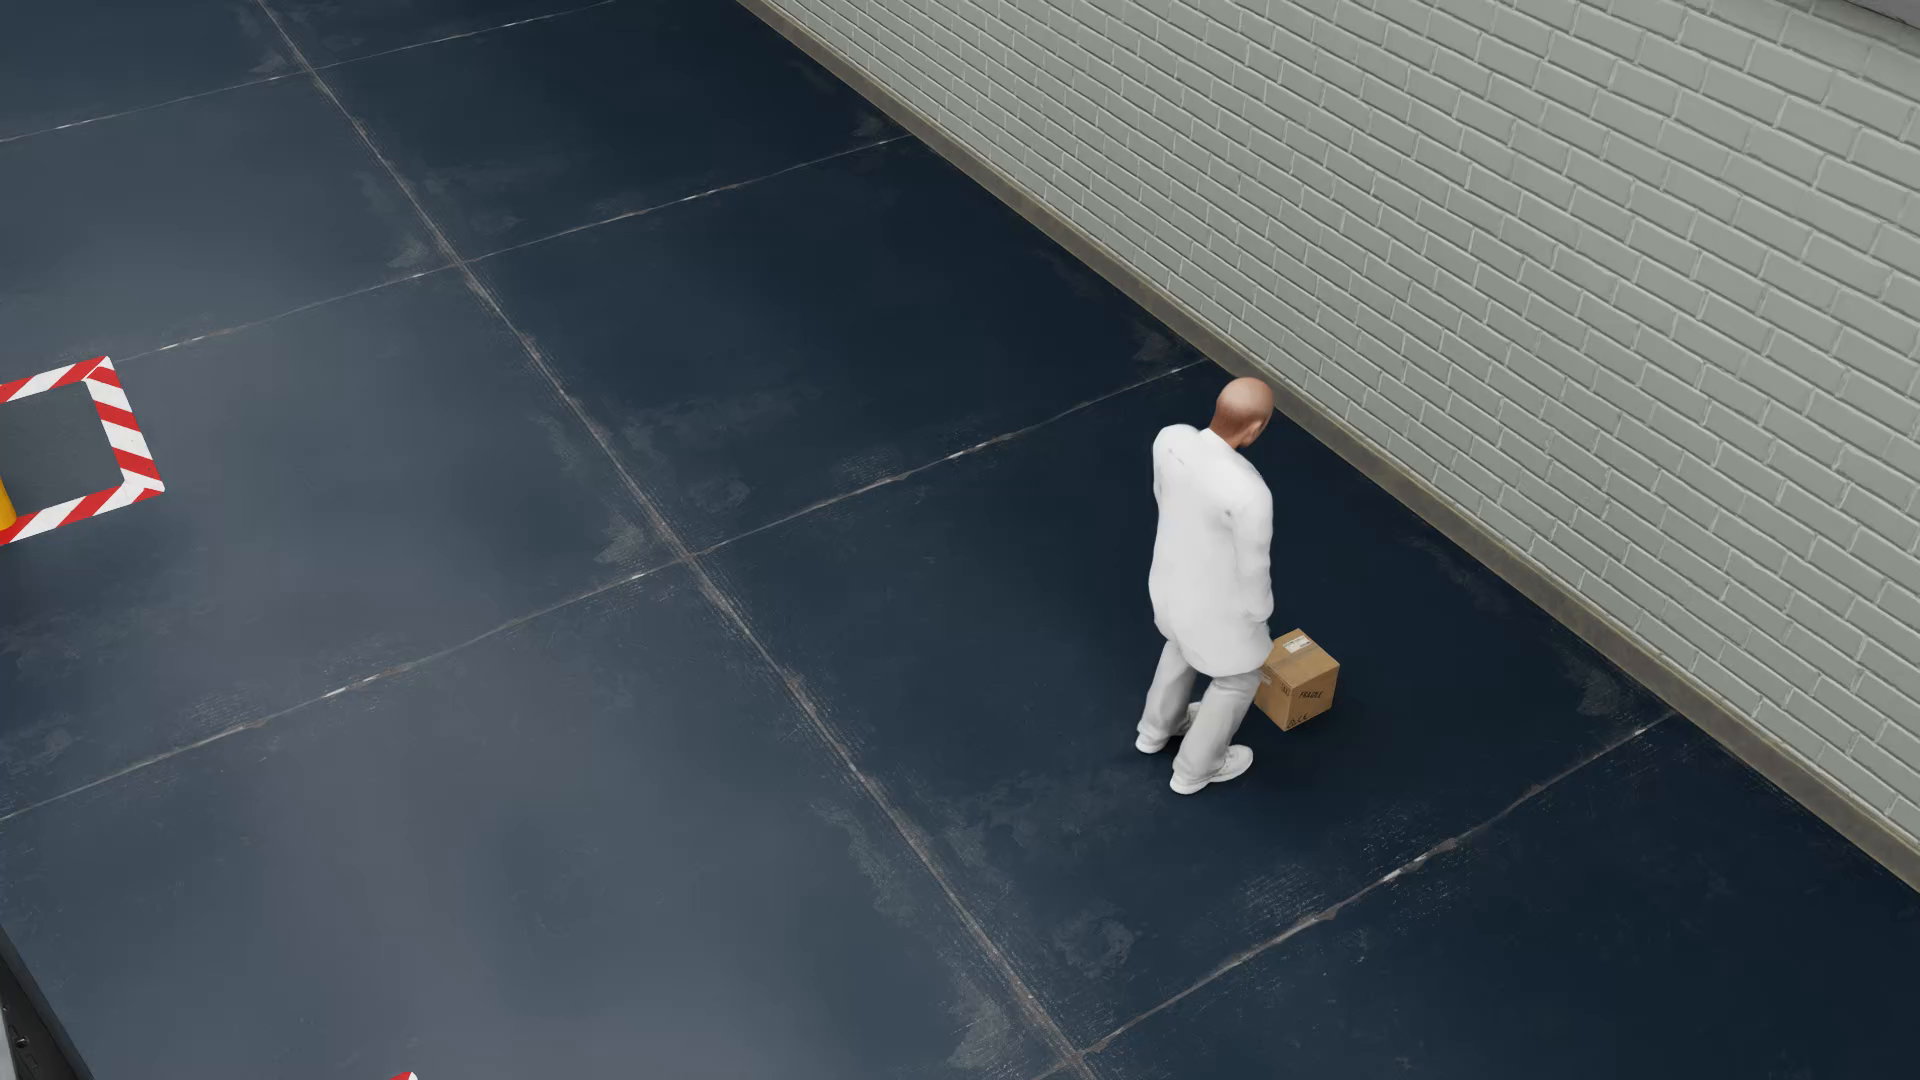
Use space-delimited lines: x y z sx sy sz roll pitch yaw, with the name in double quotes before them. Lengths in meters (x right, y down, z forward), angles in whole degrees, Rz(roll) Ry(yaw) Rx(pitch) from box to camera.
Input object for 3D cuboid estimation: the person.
"person" 0.894 0.164 6.015 0.416 1.737 0.587 -21 45 -23
